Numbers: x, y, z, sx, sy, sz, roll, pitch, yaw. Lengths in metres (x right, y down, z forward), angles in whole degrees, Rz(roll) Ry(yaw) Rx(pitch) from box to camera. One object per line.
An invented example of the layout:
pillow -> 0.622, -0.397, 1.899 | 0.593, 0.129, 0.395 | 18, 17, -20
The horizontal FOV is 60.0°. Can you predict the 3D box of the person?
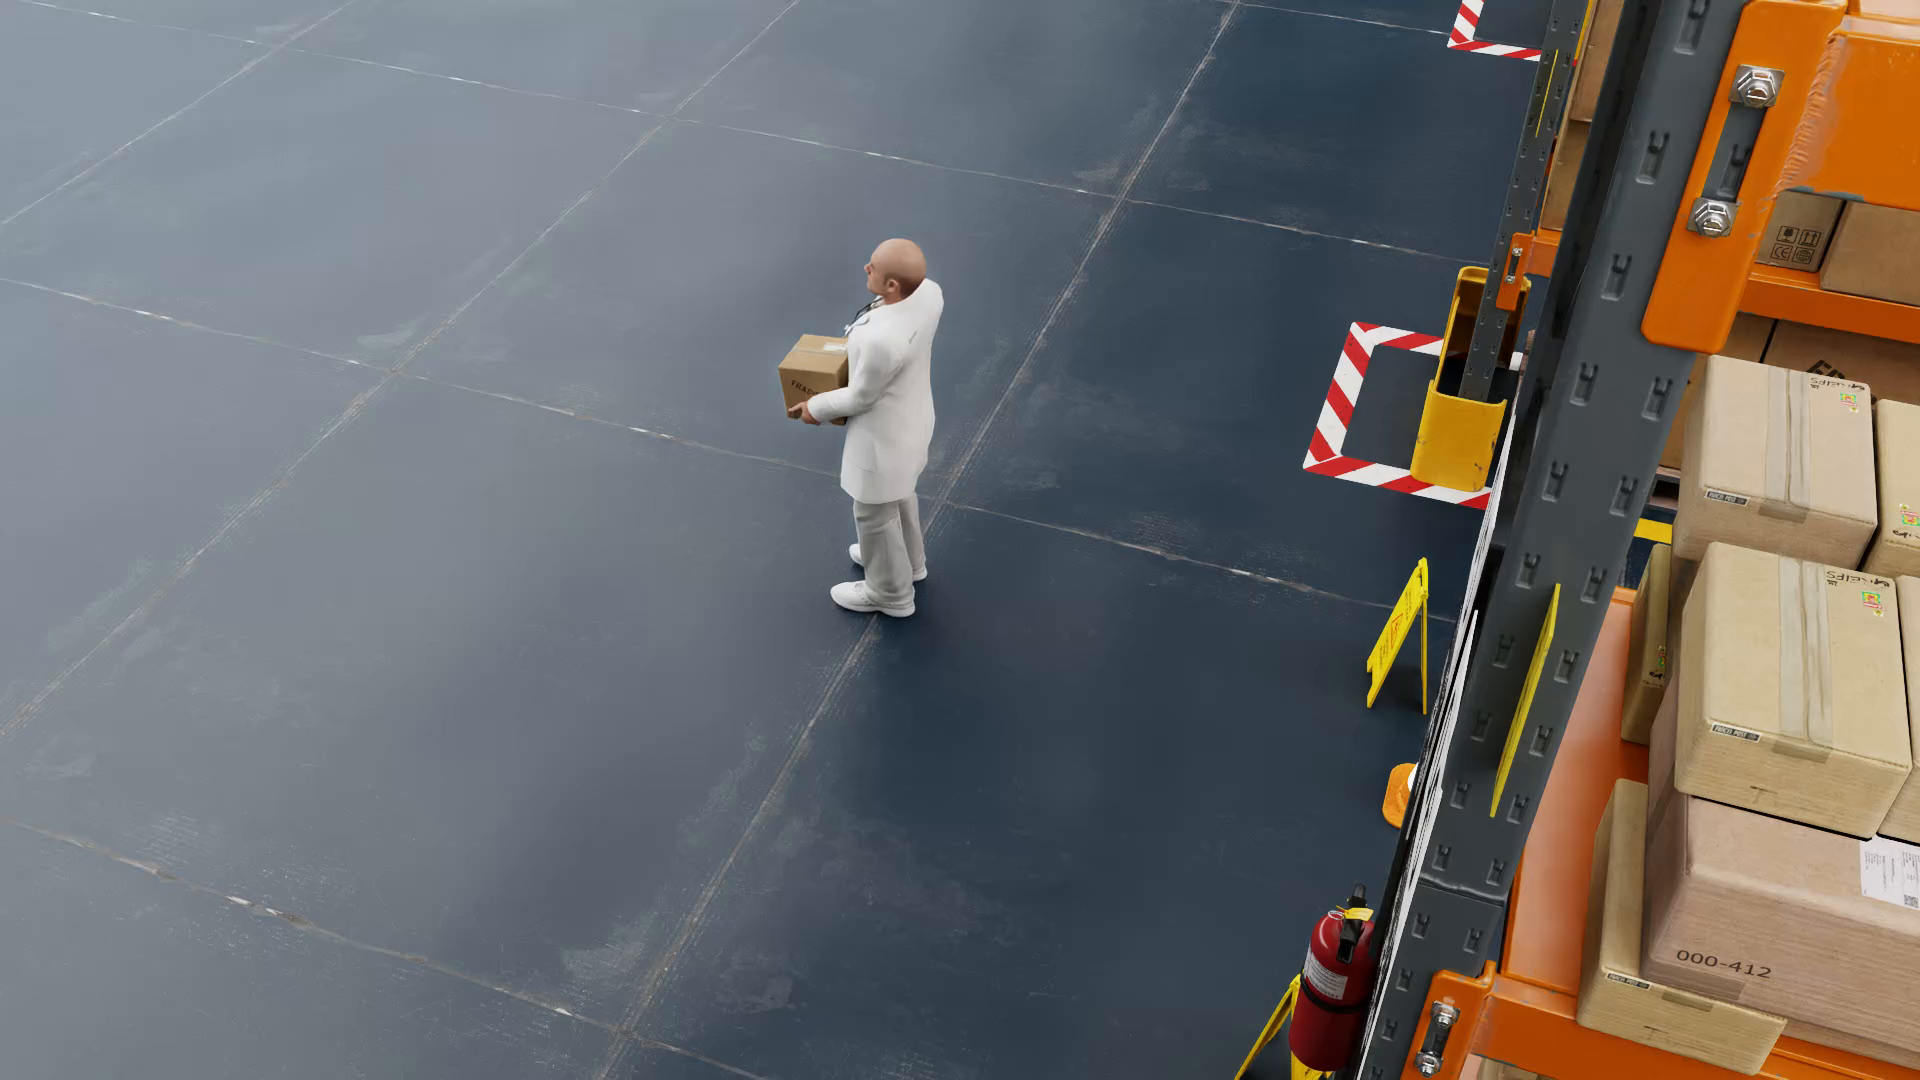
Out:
person -> -0.376, -0.469, 6.709 | 0.554, 1.775, 0.529 | 13, 43, 15
